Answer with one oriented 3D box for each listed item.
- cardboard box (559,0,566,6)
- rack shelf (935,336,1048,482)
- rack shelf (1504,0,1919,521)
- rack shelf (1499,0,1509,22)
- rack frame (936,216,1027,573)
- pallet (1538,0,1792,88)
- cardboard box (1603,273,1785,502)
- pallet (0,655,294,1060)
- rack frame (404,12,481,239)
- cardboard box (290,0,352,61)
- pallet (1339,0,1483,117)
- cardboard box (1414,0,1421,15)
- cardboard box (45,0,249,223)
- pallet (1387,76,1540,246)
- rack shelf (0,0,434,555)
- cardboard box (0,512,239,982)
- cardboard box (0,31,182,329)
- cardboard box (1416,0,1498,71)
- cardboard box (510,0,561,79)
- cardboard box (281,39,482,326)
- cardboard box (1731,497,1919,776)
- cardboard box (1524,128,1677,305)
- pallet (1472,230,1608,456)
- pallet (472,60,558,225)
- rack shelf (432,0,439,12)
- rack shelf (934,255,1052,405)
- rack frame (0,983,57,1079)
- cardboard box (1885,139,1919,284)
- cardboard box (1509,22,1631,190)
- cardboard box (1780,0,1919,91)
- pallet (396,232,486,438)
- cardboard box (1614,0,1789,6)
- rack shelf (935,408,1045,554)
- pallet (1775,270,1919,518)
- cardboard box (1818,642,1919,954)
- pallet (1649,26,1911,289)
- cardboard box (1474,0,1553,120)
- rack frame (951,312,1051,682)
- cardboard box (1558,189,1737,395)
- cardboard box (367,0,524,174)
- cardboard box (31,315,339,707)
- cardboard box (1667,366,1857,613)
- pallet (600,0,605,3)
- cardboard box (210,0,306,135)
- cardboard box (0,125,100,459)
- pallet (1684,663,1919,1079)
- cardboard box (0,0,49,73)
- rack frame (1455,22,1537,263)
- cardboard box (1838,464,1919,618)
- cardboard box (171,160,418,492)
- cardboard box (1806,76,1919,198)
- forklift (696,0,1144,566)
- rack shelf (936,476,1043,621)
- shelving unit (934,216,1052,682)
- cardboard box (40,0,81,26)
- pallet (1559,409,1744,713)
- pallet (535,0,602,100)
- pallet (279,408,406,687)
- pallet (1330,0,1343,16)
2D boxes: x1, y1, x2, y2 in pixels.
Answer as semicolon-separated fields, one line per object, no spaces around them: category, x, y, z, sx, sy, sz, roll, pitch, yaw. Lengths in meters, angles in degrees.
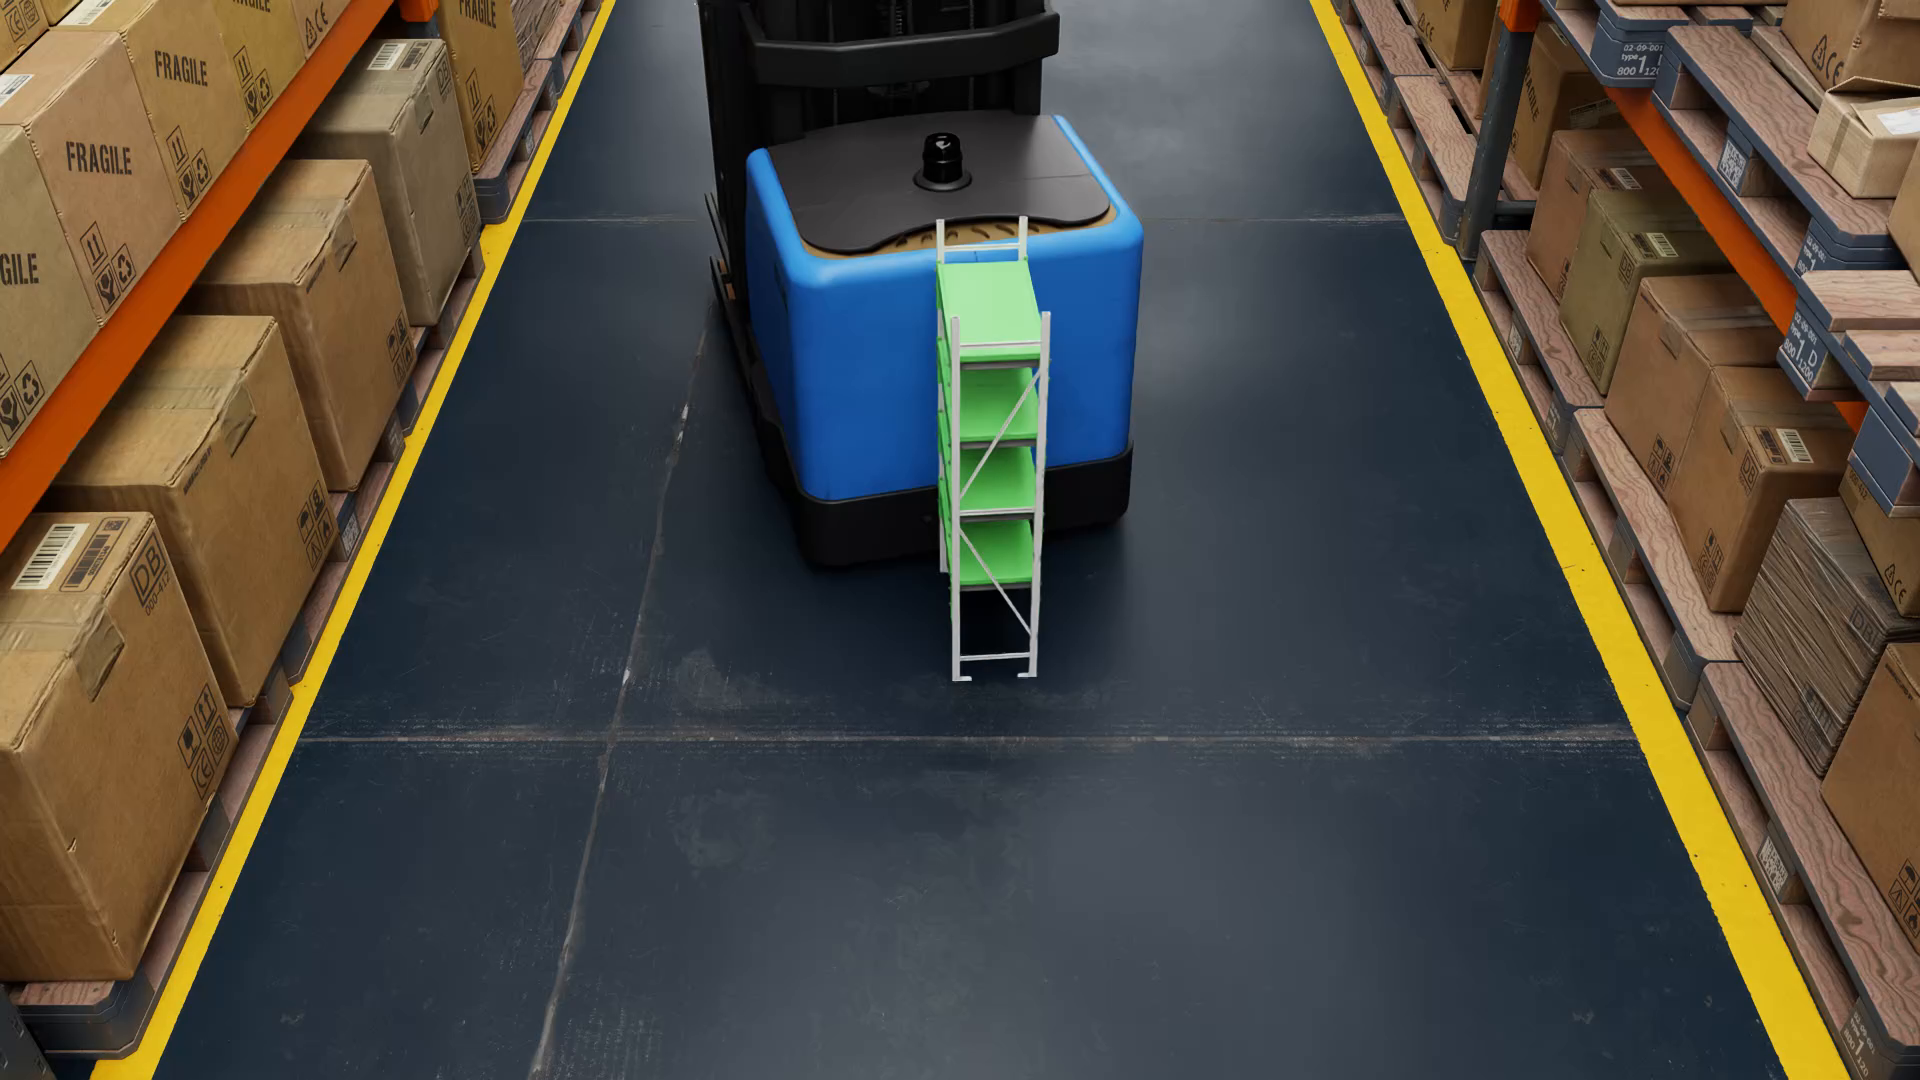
cardboard box;-2.393;-3.236;8.252;0.875;0.875;0.875;-1;39;-1
rack shelf;0.078;-0.363;4.462;0.258;0.148;0.480;-3;39;-4
rack shelf;2.504;-0.783;4.403;1.077;0.370;4.000;0;39;0
rack shelf;2.499;-3.284;7.525;1.077;0.370;4.000;0;39;0
rack frame;0.058;-0.378;4.762;0.240;1.200;0.015;-3;39;-4
pallet;2.357;-1.761;5.202;1.003;0.211;1.213;0;39;0
cardboard box;2.463;-0.478;5.095;0.700;0.500;0.500;-3;39;-4
pallet;-2.380;0.723;4.179;1.003;0.211;1.213;0;39;0
rack frame;-2.459;-2.374;5.813;1.000;3.000;0.127;0;39;0
cardboard box;-2.190;-1.771;4.981;0.500;0.500;0.500;0;39;-1
pallet;2.461;-2.411;8.090;1.003;0.211;1.213;0;39;0
cardboard box;2.497;-2.848;8.069;0.500;0.500;0.500;3;39;4
cardboard box;-2.187;-1.137;4.190;0.500;0.500;0.500;0;39;-1
pallet;2.465;-1.646;7.135;1.003;0.211;1.213;0;39;0
rack shelf;-2.456;-0.842;4.478;1.077;0.370;4.000;0;39;0
cardboard box;-2.365;0.461;3.740;1.050;0.750;0.750;-1;39;-1
cardboard box;-2.188;-0.826;3.802;0.500;0.500;0.500;0;39;0
cardboard box;2.453;-2.499;7.633;0.500;0.500;0.500;-3;39;-4
cardboard box;-2.394;-2.666;7.541;0.875;0.875;0.875;0;39;0
cardboard box;-2.368;-1.272;5.901;1.050;0.750;0.750;0;39;0
cardboard box;2.472;0.225;4.217;0.700;0.500;0.500;-3;39;-4
cardboard box;2.481;-1.126;5.904;0.700;0.500;0.500;-3;39;-4
pallet;2.504;-0.739;6.004;1.003;0.211;1.213;0;39;0
pallet;-2.381;-1.761;7.279;1.003;0.211;1.213;0;39;0
rack shelf;-2.461;-3.344;7.599;1.077;0.370;4.000;0;39;0
rack shelf;0.078;-0.550;4.312;0.258;0.148;0.480;-3;39;-4
rack frame;-2.451;0.128;2.692;0.949;2.616;0.053;0;39;0
cardboard box;2.365;-0.702;3.312;0.700;0.500;0.500;5;39;7
cardboard box;2.541;-1.753;6.702;0.500;0.500;0.500;-1;39;-1
cardboard box;2.596;-1.434;4.223;0.797;0.503;0.637;4;39;5
pallet;-2.383;-0.803;6.083;1.003;0.211;1.213;0;39;0
cardboard box;2.362;-2.215;4.800;1.000;1.000;1.000;0;39;0
rack shelf;0.078;-0.176;4.612;0.258;0.148;0.480;-3;39;-4
pallet;2.399;-0.183;3.234;1.213;0.211;1.003;0;39;0
cardboard box;2.485;0.572;3.785;0.700;0.500;0.500;-2;39;-2
pallet;2.463;-0.976;4.222;1.003;0.211;1.213;0;39;0
cardboard box;2.533;-2.111;7.149;0.500;0.500;0.500;12;40;14
rack frame;0.098;-0.074;4.382;0.240;1.200;0.015;-3;39;-4
cardboard box;2.462;-0.828;5.532;0.700;0.500;0.500;0;39;0
cardboard box;-2.390;-2.102;6.837;0.875;0.875;0.875;1;39;1
cardboard box;-2.369;-0.086;4.422;1.050;0.750;0.750;1;39;1
cardboard box;2.464;-0.129;4.660;0.700;0.500;0.500;3;39;4
pallet;-2.384;-3.287;9.183;1.003;0.211;1.213;0;39;0
cardboard box;-2.190;-1.455;4.587;0.500;0.500;0.500;0;39;0
cardboard box;-2.188;-0.510;3.408;0.500;0.500;0.500;0;39;0
pallet;2.506;0.787;4.099;1.003;0.211;1.213;0;39;0
cardboard box;-2.449;-1.219;3.493;0.700;0.500;0.500;-1;39;-1
rack frame;2.501;-2.314;5.739;1.000;3.000;0.127;0;39;0
cardboard box;2.464;-0.052;3.964;0.500;0.250;0.500;4;39;5
cardboard box;-2.371;-0.668;5.149;1.050;0.750;0.750;0;39;0
cardboard box;2.234;-0.967;3.829;0.396;0.266;0.258;-1;39;-1
forklift;-0.330;-1.993;5.393;1.130;2.935;3.031;-9;40;-11
rack shelf;0.078;0.012;4.762;0.258;0.148;0.480;-3;39;-4
shelving unit;0.078;-0.226;4.572;0.258;1.200;0.503;-3;39;-4
cardboard box;-2.450;-1.539;3.892;0.700;0.500;0.500;0;39;0
pallet;2.508;0.026;5.049;1.003;0.211;1.213;0;39;0
pallet;-2.386;-2.526;8.233;1.003;0.211;1.213;0;39;0
pallet;-2.378;-0.038;5.129;1.003;0.211;1.213;0;39;0
pallet;2.462;-3.172;9.039;1.003;0.211;1.213;0;39;0
